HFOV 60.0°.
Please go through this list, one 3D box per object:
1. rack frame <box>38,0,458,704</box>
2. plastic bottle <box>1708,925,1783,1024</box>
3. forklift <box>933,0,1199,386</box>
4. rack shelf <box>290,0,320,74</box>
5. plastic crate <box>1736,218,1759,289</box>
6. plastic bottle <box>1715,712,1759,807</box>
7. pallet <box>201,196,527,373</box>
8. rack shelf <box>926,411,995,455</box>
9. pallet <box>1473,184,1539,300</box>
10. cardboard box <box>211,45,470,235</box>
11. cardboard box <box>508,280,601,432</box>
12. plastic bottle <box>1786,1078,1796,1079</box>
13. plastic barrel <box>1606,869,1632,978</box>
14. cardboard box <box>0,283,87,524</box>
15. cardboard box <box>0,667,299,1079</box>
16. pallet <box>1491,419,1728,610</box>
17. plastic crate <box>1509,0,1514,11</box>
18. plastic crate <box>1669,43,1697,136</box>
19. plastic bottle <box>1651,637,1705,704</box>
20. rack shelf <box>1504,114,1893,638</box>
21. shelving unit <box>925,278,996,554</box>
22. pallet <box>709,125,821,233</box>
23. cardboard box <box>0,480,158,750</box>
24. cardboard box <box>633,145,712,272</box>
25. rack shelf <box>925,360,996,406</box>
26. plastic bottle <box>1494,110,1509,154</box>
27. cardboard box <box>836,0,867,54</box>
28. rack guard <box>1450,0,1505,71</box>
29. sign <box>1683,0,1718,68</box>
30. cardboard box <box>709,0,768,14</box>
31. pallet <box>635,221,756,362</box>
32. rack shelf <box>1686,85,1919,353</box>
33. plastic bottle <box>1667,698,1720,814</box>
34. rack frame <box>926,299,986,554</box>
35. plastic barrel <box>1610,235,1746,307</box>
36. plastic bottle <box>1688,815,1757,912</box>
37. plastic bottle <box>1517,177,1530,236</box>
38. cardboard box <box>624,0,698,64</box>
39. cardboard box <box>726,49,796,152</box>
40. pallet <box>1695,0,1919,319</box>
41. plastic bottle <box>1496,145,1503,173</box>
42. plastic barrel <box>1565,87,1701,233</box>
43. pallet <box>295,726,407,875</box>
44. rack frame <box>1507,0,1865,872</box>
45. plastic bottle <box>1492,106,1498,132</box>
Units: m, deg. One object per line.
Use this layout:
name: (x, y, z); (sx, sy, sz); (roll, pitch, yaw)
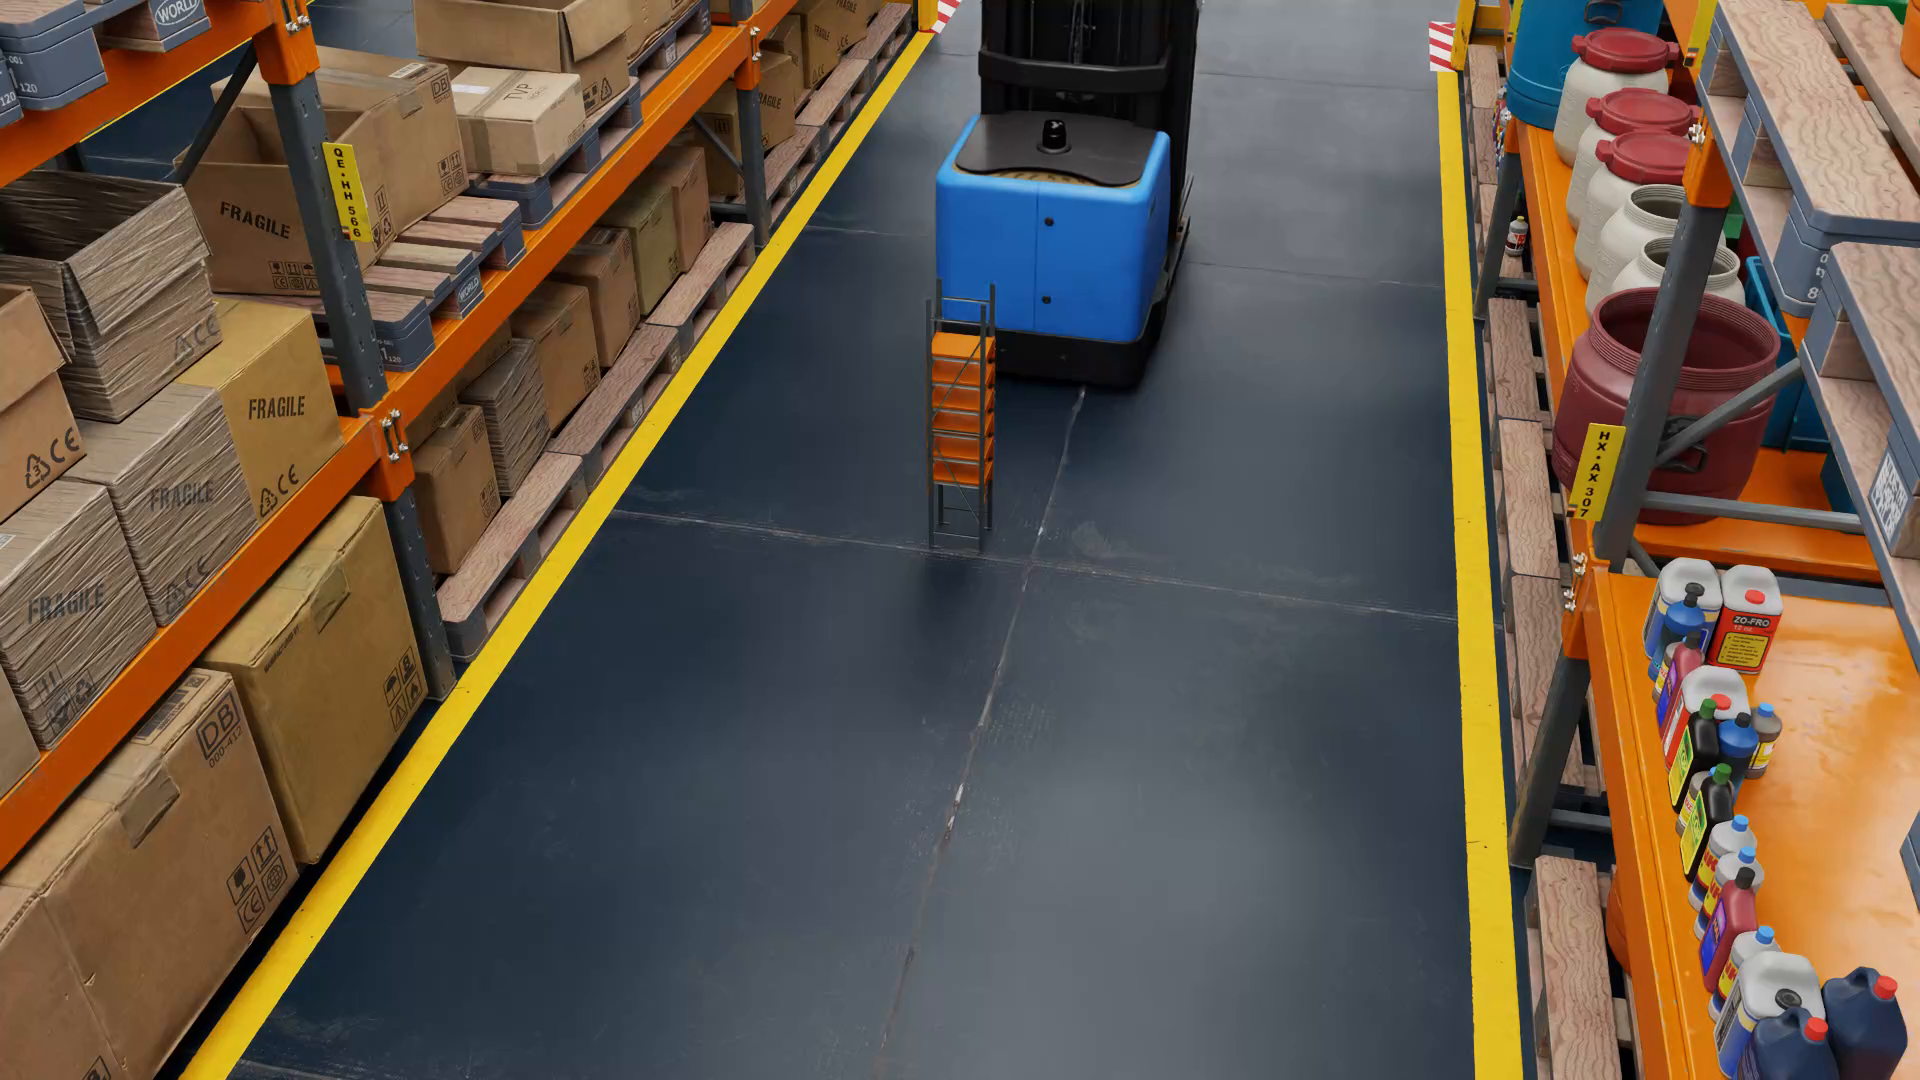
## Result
rack frame: (-2.457, -0.684, 5.638); (1.000, 3.000, 0.127); (7, 37, 10)
plastic bottle: (1.675, 0.922, 3.532); (0.097, 0.271, 0.097); (0, 36, 0)
forklift: (0.706, -2.808, 8.627); (1.130, 2.935, 3.031); (8, 37, 11)
rack shelf: (-2.030, -2.754, 6.550); (1.077, 0.370, 4.000); (7, 37, 10)
plastic crate: (3.025, -0.977, 5.987); (0.402, 0.464, 0.583); (7, 37, 10)
plastic bottle: (1.882, 0.533, 4.069); (0.097, 0.271, 0.097); (0, 36, 0)
pallet: (-2.409, -1.028, 6.276); (1.213, 0.211, 1.003); (7, 37, 10)
rack shelf: (0.003, -0.458, 6.935); (0.258, 0.103, 0.180); (7, 37, 10)
pallet: (3.420, -1.607, 9.287); (1.003, 0.211, 1.213); (7, 37, 10)
cardboard box: (-2.360, -1.542, 6.378); (0.700, 0.500, 0.500); (13, 38, 17)
cardboard box: (-2.114, -0.882, 7.666); (0.700, 0.500, 0.500); (10, 37, 14)
plastic bottle: (1.564, 1.164, 3.187); (0.061, 0.283, 0.133); (7, 37, 10)
plastic barrel: (2.293, 0.928, 4.905); (0.600, 0.830, 0.708); (7, 37, 10)
cardboard box: (-2.771, -0.340, 4.223); (0.797, 0.503, 0.637); (8, 37, 11)
cardboard box: (-2.823, 0.910, 4.892); (1.225, 0.875, 0.875); (7, 37, 10)
pallet: (2.847, -0.071, 7.167); (1.003, 0.211, 1.213); (7, 37, 10)
plastic crate: (3.207, -2.965, 8.911); (0.499, 0.251, 0.616); (7, 37, 10)
plastic crate: (3.431, -2.066, 7.490); (0.402, 0.464, 0.583); (7, 37, 10)
plastic bottle: (1.901, 0.344, 4.389); (0.097, 0.201, 0.097); (0, 36, 0)
rack shelf: (2.808, -0.918, 6.574); (1.077, 0.370, 4.000); (7, 37, 10)
shelving unit: (0.003, -0.494, 6.909); (0.258, 1.200, 0.189); (7, 37, 10)
pallet: (-1.494, -2.237, 10.157); (1.003, 0.211, 1.213); (7, 37, 10)
cardboard box: (-2.541, 0.173, 4.370); (0.500, 0.500, 0.500); (6, 36, 8)
cardboard box: (-1.755, -1.794, 8.924); (0.700, 0.500, 0.500); (5, 36, 6)
rack shelf: (0.003, -0.652, 6.795); (0.258, 0.103, 0.180); (7, 37, 10)
plastic bottle: (3.304, -2.469, 10.050); (0.097, 0.271, 0.097); (0, 36, 0)
cardboard box: (-0.993, -3.725, 11.606); (0.500, 0.500, 0.500); (17, 39, 22)
rack guard: (4.120, -3.588, 11.774); (1.175, 0.500, 0.348); (7, 37, 10)
sign: (1.842, -1.300, 4.021); (0.100, 0.325, 0.005); (7, 37, 10)
cardboard box: (-1.263, -2.961, 8.993); (0.380, 0.149, 0.250); (7, 37, 10)
pallet: (-1.768, -1.401, 9.004); (1.003, 0.211, 1.213); (7, 37, 10)
rack shelf: (1.954, 0.160, 2.530); (1.077, 0.370, 4.000); (7, 37, 10)
plastic bottle: (1.801, 0.528, 4.065); (0.061, 0.283, 0.133); (7, 37, 10)
rack frame: (-0.016, -0.442, 6.837); (0.240, 1.200, 0.006); (7, 37, 10)
plastic barrel: (2.392, -0.725, 5.599); (0.421, 0.512, 0.421); (0, 36, 0)
plastic bottle: (1.745, 0.734, 3.791); (0.097, 0.271, 0.097); (0, 36, 0)
plastic bottle: (3.092, -1.867, 9.152); (0.144, 0.351, 0.185); (6, 36, 9)
cardboard box: (-1.910, -2.952, 7.898); (1.000, 1.000, 1.000); (8, 37, 10)
cardboard box: (-1.364, -2.689, 10.176); (0.500, 0.500, 0.500); (19, 40, 24)
pallet: (2.122, -0.775, 3.368); (1.003, 0.211, 1.213); (7, 37, 10)
plastic bottle: (3.239, -2.266, 9.830); (0.097, 0.201, 0.097); (0, 36, 0)
plastic barrel: (2.660, -1.470, 6.606); (0.433, 0.535, 0.433); (0, 36, 0)
pallet: (-2.699, 0.888, 5.845); (1.003, 0.211, 1.213); (7, 37, 10)
rack frame: (2.381, -0.063, 4.781); (1.000, 3.000, 0.127); (7, 37, 10)
plastic bottle: (3.376, -2.635, 10.339); (0.097, 0.201, 0.097); (0, 36, 0)
